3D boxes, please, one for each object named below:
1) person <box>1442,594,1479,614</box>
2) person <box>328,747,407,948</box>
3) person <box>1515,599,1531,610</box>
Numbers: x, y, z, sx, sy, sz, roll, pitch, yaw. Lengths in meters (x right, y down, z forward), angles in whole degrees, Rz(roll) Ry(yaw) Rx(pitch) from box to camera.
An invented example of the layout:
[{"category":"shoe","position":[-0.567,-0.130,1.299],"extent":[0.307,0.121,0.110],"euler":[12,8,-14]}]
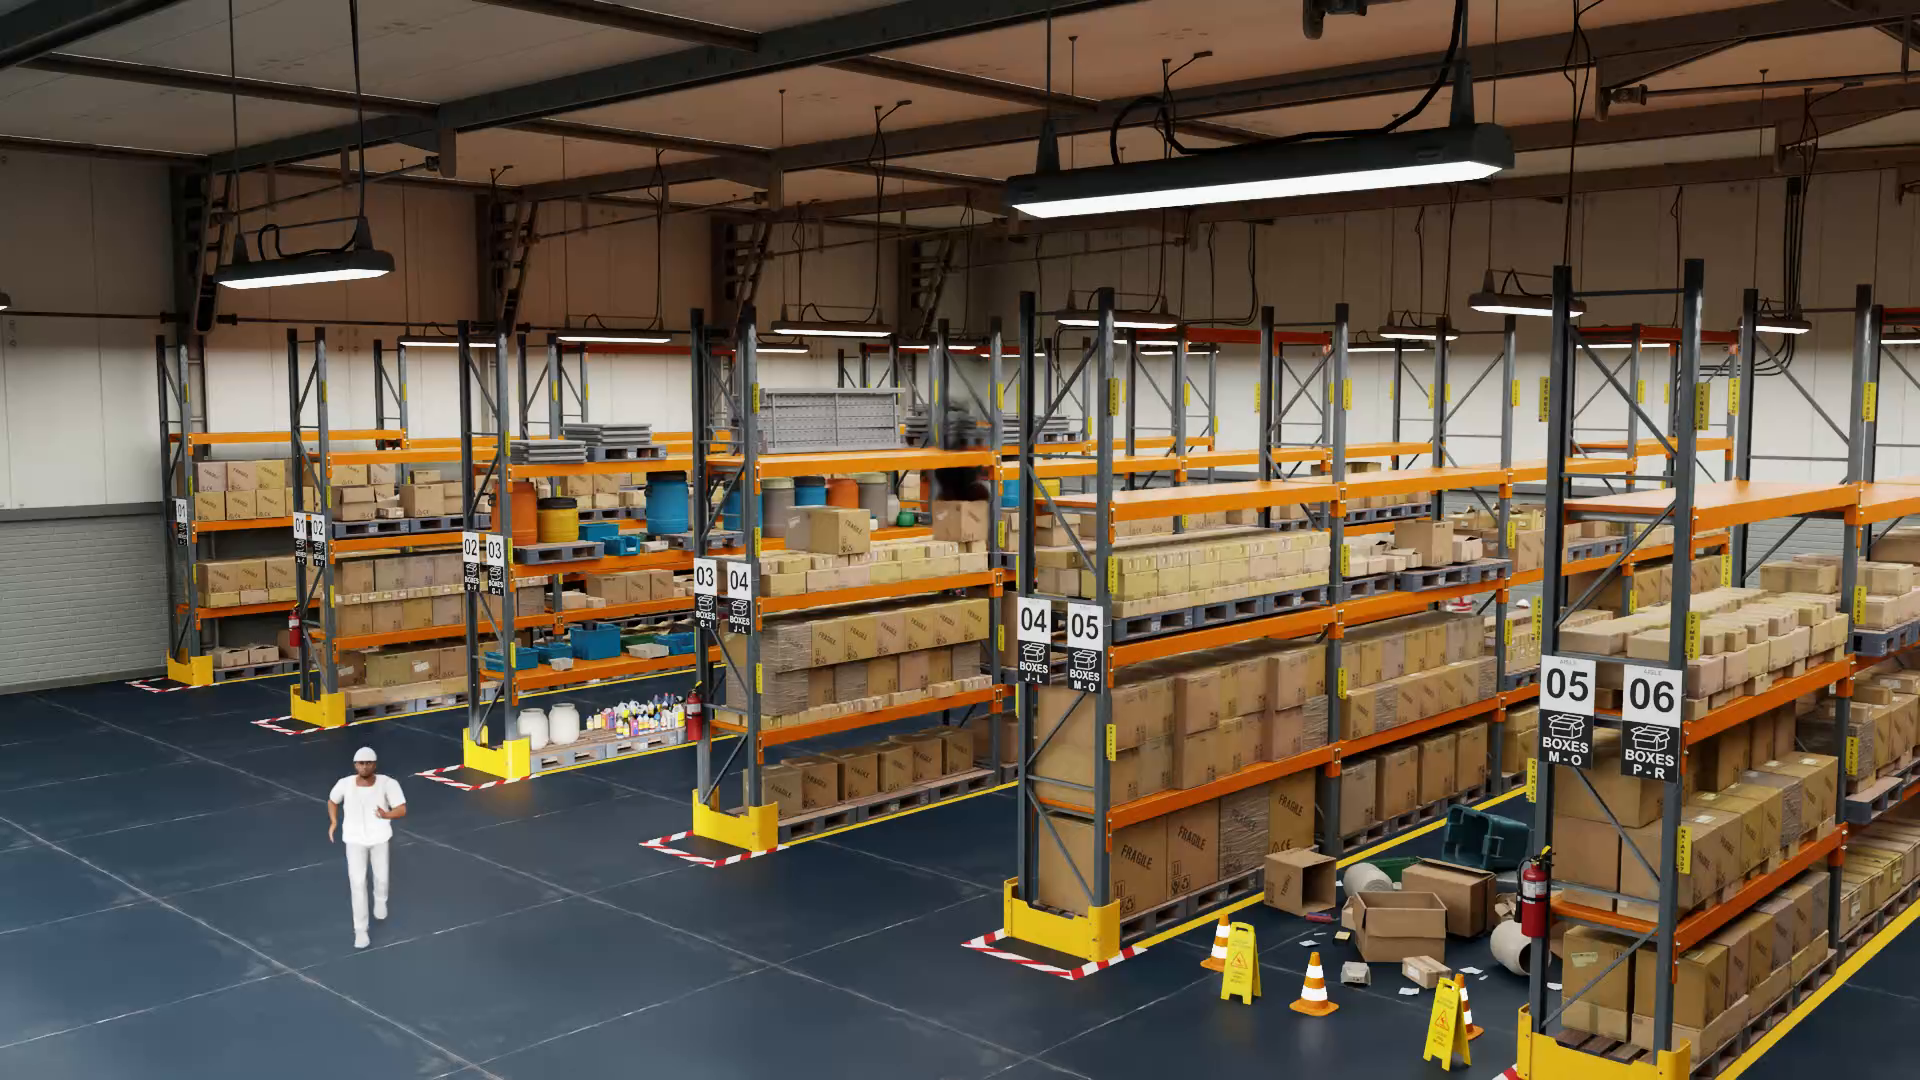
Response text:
[{"category":"person","position":[9.320,1.389,30.926],"extent":[0.731,1.827,0.613],"euler":[-4,7,-39]},{"category":"person","position":[-5.525,2.801,15.517],"extent":[0.700,1.754,0.989],"euler":[-2,6,-18]},{"category":"person","position":[8.982,1.813,26.546],"extent":[0.600,1.727,0.677],"euler":[-5,8,-45]}]
